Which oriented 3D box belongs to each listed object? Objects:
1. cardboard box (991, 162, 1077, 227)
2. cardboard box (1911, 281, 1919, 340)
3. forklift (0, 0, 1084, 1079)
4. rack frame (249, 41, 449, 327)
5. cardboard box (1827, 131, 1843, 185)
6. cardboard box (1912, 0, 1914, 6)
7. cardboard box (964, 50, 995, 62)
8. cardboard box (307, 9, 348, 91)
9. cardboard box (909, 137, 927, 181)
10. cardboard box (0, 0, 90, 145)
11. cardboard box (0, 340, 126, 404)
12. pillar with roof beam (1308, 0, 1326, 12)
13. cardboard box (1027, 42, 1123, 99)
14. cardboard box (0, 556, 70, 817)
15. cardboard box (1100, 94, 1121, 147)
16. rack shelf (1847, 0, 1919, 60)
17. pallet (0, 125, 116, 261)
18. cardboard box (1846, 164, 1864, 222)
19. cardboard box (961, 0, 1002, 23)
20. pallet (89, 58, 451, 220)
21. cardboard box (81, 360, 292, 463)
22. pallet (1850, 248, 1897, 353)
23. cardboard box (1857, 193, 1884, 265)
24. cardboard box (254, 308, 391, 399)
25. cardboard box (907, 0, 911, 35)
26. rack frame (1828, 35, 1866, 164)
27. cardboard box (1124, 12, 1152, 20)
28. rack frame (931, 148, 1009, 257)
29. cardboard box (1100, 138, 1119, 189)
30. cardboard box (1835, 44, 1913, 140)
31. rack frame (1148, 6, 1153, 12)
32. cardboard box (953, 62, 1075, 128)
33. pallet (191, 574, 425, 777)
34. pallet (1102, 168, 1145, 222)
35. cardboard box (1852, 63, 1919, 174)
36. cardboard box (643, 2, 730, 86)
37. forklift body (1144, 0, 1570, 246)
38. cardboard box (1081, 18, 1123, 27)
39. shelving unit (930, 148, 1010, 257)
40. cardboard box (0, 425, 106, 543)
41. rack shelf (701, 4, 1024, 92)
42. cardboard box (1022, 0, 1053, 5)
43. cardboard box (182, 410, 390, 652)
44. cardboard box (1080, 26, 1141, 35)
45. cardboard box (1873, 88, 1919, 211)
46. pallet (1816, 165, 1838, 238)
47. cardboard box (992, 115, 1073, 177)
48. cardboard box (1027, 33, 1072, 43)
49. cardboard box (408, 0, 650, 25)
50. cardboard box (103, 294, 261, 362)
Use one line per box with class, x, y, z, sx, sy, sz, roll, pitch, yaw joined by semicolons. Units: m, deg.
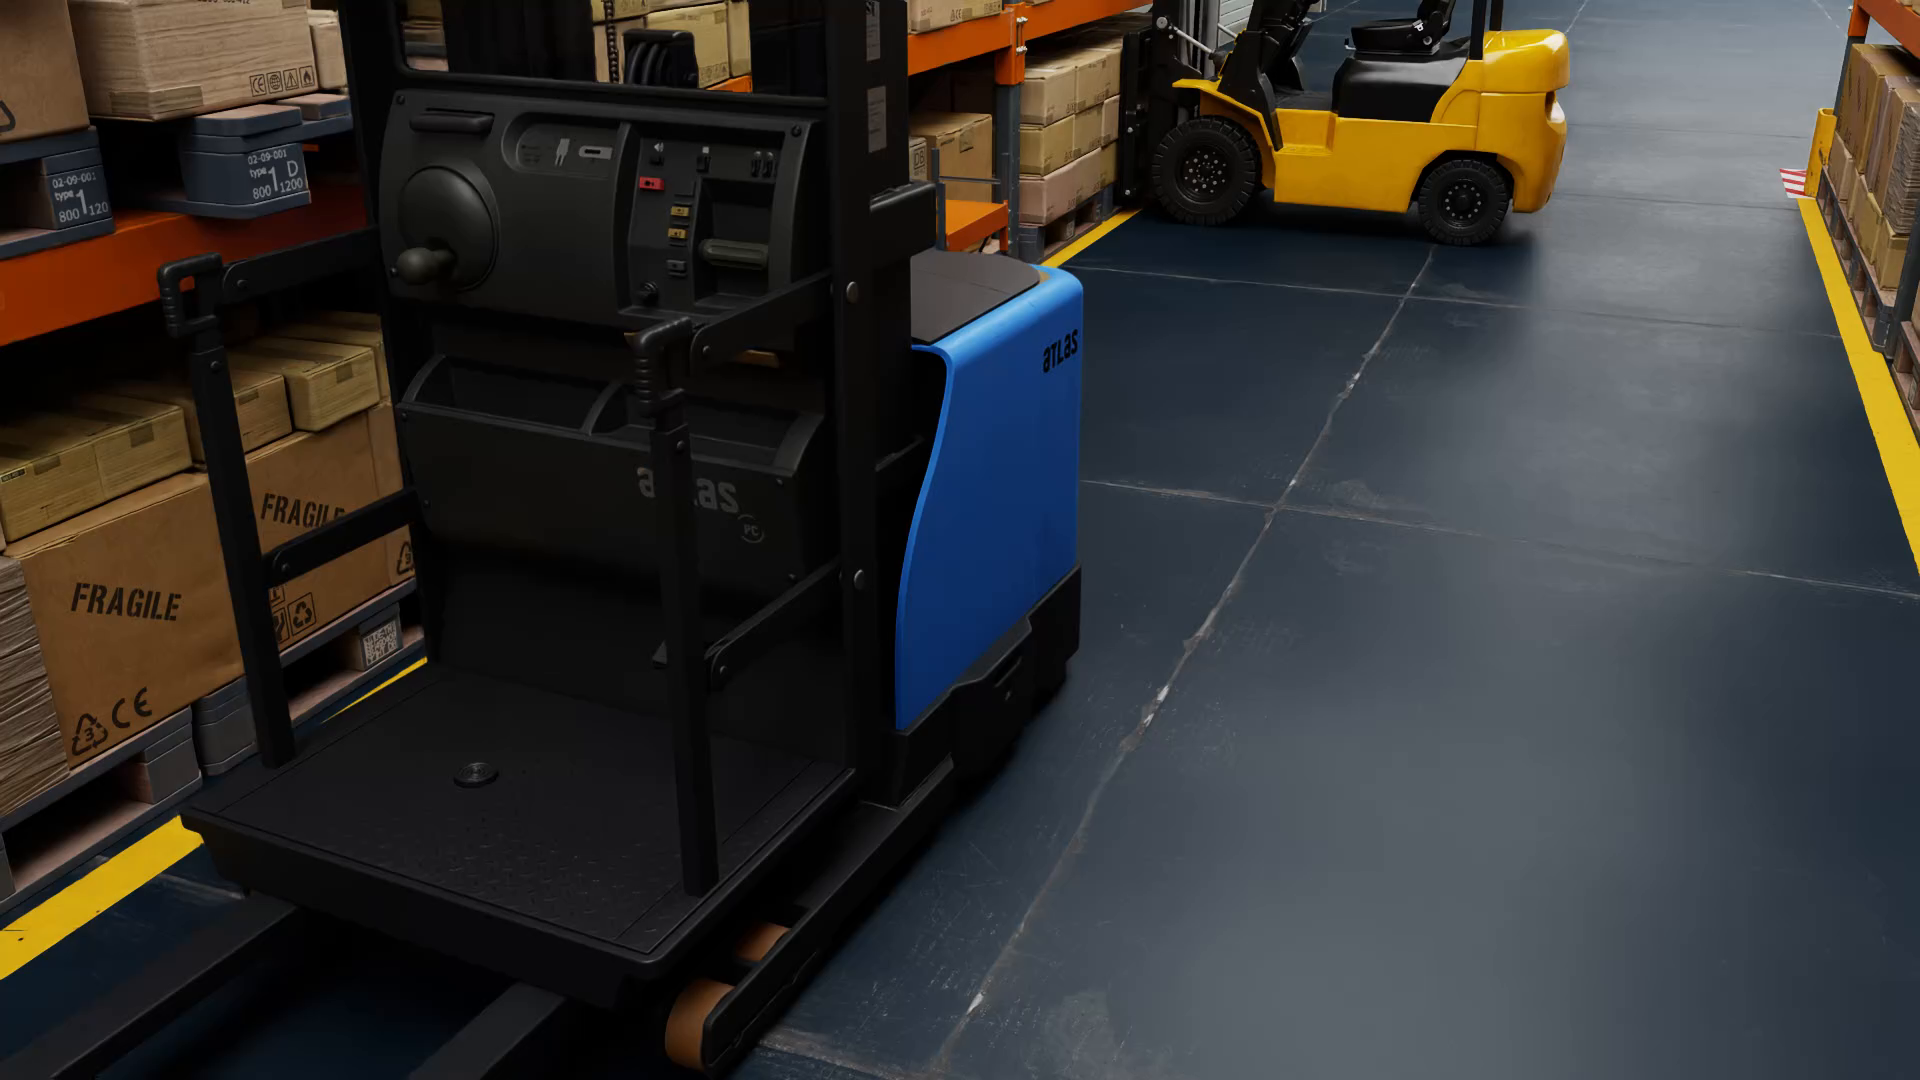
cardboard box;0.300;-1.853;8.816;0.500;0.250;0.500;9;24;21
cardboard box;4.230;-0.886;6.344;0.950;0.372;0.625;9;24;21
forklift;-0.778;-0.593;2.866;1.130;2.935;3.031;10;25;24
rack frame;-1.673;-1.371;4.640;1.000;3.000;0.127;9;24;20
cardboard box;5.352;-2.200;9.648;0.500;0.250;0.500;9;24;20
cardboard box;4.756;-2.587;7.877;0.380;0.149;0.250;8;24;19
cardboard box;-0.010;-2.576;9.250;0.500;0.250;0.500;8;24;19
cardboard box;-1.561;-1.159;3.913;0.380;0.149;0.250;9;24;21
cardboard box;-0.666;-1.435;7.330;0.875;0.625;0.625;9;24;20
cardboard box;-2.108;-1.001;3.077;0.797;0.503;0.637;8;24;19
cardboard box;-2.298;-0.377;4.117;0.380;0.149;0.250;9;24;21
pillar with roof beam;8.657;-10.559;18.855;9.100;9.000;0.400;9;24;20
cardboard box;0.657;-2.678;9.495;0.500;0.250;0.500;10;25;22
cardboard box;-2.194;0.325;3.279;0.500;0.500;0.500;8;24;18
cardboard box;0.662;-2.445;9.587;0.500;0.250;0.500;9;24;20
rack shelf;5.166;-2.477;8.221;1.077;0.370;4.000;9;24;20
pallet;-2.391;-0.585;3.009;1.003;0.211;1.213;9;24;20
cardboard box;4.964;-1.821;8.741;0.500;0.250;0.500;11;25;24
cardboard box;-0.132;-2.515;7.574;0.500;0.250;0.500;9;24;21
pallet;-1.860;-1.030;4.072;1.213;0.211;1.003;9;24;20
cardboard box;-1.833;-0.307;3.951;0.380;0.149;0.250;8;24;18
pallet;4.639;-1.051;7.493;1.003;0.211;1.213;9;24;20
cardboard box;4.581;-1.460;7.876;0.500;0.250;0.500;8;24;19
cardboard box;-1.621;-0.497;4.406;0.380;0.149;0.250;8;24;17
cardboard box;-0.526;-2.161;6.727;0.500;0.250;0.500;9;24;20
rack frame;5.908;-3.524;9.795;1.000;3.000;0.127;9;24;20
cardboard box;1.417;-3.410;11.248;0.500;0.250;0.500;10;25;22
rack frame;0.029;-0.582;5.086;0.240;1.200;0.015;9;24;20
cardboard box;0.650;-2.223;9.702;0.500;0.250;0.500;9;24;21
cardboard box;5.344;-2.538;9.483;0.500;0.500;0.500;8;24;18
rack frame;1.298;-4.233;11.493;1.000;3.000;0.127;9;24;20
cardboard box;0.284;-2.317;8.630;0.500;0.250;0.500;8;24;19
pallet;-1.986;0.178;4.550;1.003;0.211;1.213;9;24;20
pallet;0.599;-2.232;10.320;1.003;0.211;1.213;9;24;20
cardboard box;4.960;-2.171;8.607;0.500;0.500;0.500;9;24;21
cardboard box;-1.090;-1.605;5.394;0.500;0.250;0.500;8;24;19
forklift body;2.288;-2.902;9.407;2.313;2.155;1.214;9;24;20
cardboard box;0.762;-3.296;10.974;0.500;0.250;0.500;9;24;20
shelving unit;-0.061;-0.494;4.877;0.258;1.200;0.503;9;24;20
cardboard box;-2.065;-0.130;3.526;0.380;0.149;0.250;8;24;19
rack shelf;-0.930;-1.754;6.492;1.077;0.370;4.000;9;24;20
cardboard box;0.220;-2.970;8.338;0.500;0.500;0.500;8;24;19
cardboard box;-1.826;-0.051;4.179;0.500;0.500;0.500;8;24;19
cardboard box;1.055;-3.045;10.373;0.500;0.250;0.500;9;24;21
cardboard box;4.580;-1.796;7.708;0.500;0.500;0.500;9;24;21
pallet;5.546;-1.925;9.584;1.003;0.211;1.213;9;24;20
cardboard box;0.279;-2.087;8.728;0.500;0.250;0.500;9;24;20
cardboard box;0.370;-2.936;10.112;0.500;0.250;0.500;8;24;19
cardboard box;-1.258;-1.652;4.860;0.500;0.250;0.500;9;24;20
cardboard box;-2.156;-0.568;4.575;0.380;0.149;0.250;10;25;23
